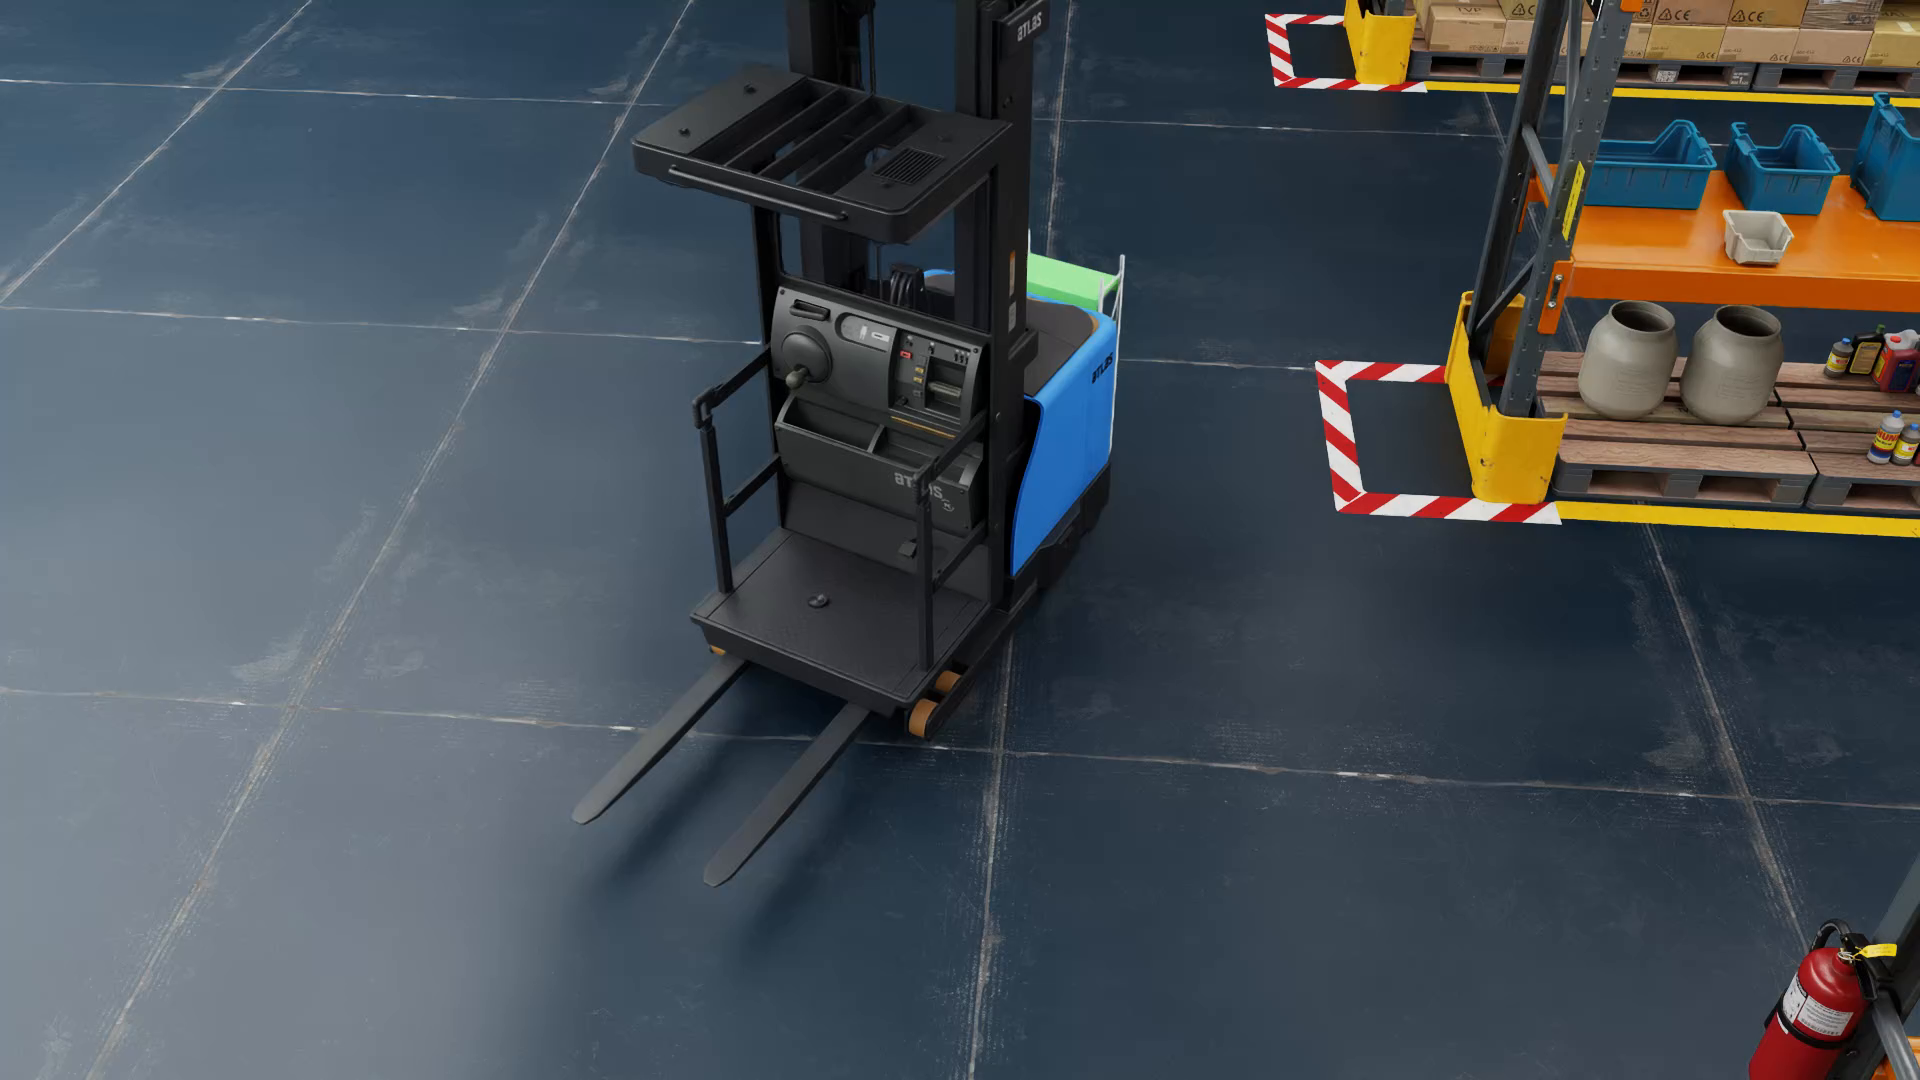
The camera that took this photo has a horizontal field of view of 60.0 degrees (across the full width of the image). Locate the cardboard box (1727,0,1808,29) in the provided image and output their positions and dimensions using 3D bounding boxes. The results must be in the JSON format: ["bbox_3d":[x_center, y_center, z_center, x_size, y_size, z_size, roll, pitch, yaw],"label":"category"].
[{"bbox_3d":[5.609,-3.916,11.607,0.500,0.500,0.500,3,39,4],"label":"cardboard box"}]

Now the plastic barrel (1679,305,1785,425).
[{"bbox_3d":[3.831,-0.867,8.248,0.421,0.512,0.421,0,39,0],"label":"plastic barrel"}]

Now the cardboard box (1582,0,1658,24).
[{"bbox_3d":[4.613,-3.972,11.676,0.500,0.500,0.500,3,39,4],"label":"cardboard box"}]

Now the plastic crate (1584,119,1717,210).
[{"bbox_3d":[3.194,-1.787,7.858,0.616,0.251,0.499,3,39,4],"label":"plastic crate"}]

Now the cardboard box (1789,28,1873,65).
[{"bbox_3d":[6.107,-3.599,11.811,0.500,0.250,0.500,3,39,4],"label":"cardboard box"}]

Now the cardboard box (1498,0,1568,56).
[{"bbox_3d":[4.114,-3.702,11.937,0.500,0.250,0.500,3,39,4],"label":"cardboard box"}]

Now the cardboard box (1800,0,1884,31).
[{"bbox_3d":[6.107,-3.891,11.576,0.500,0.500,0.500,3,39,4],"label":"cardboard box"}]

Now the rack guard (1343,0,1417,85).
[{"bbox_3d":[3.076,-3.831,12.231,0.348,0.500,1.175,3,39,4],"label":"rack guard"}]

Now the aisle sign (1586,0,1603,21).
[{"bbox_3d":[2.572,-2.512,6.571,0.004,0.787,0.394,3,39,4],"label":"aisle sign"}]

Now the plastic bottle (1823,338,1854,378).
[{"bbox_3d":[4.537,-0.945,8.574,0.097,0.201,0.097,0,39,0],"label":"plastic bottle"}]

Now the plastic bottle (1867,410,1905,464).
[{"bbox_3d":[4.449,-0.502,7.974,0.097,0.271,0.097,0,39,0],"label":"plastic bottle"}]

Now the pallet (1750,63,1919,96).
[{"bbox_3d":[6.297,-3.570,12.139,1.213,0.211,1.003,3,39,4],"label":"pallet"}]

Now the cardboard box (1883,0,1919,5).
[{"bbox_3d":[6.650,-4.191,11.944,0.500,0.500,0.500,3,39,4],"label":"cardboard box"}]

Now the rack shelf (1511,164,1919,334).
[{"bbox_3d":[4.662,-1.296,7.707,4.000,0.370,1.077,3,39,4],"label":"rack shelf"}]

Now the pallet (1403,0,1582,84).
[{"bbox_3d":[3.866,-3.702,12.302,1.213,0.211,1.003,3,39,4],"label":"pallet"}]

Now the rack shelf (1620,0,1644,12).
[{"bbox_3d":[4.662,-2.459,6.760,4.000,0.370,1.077,3,39,4],"label":"rack shelf"}]

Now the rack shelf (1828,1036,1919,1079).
[{"bbox_3d":[4.234,1.819,3.880,4.000,0.370,1.077,3,39,4],"label":"rack shelf"}]

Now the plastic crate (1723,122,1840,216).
[{"bbox_3d":[3.840,-1.748,7.810,0.408,0.251,0.499,3,39,4],"label":"plastic crate"}]

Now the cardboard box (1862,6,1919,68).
[{"bbox_3d":[6.605,-3.566,11.770,0.500,0.250,0.500,3,39,4],"label":"cardboard box"}]

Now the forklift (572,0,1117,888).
[{"bbox_3d":[-0.438,-0.642,6.388,1.130,2.935,3.031,19,43,22],"label":"forklift"}]

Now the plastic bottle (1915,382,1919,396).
[{"bbox_3d":[4.932,-0.827,8.429,0.097,0.201,0.097,0,39,0],"label":"plastic bottle"}]

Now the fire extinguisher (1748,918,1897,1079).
[{"bbox_3d":[2.168,1.165,4.174,0.183,0.674,0.296,3,39,4],"label":"fire extinguisher"}]

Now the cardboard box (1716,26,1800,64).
[{"bbox_3d":[5.608,-3.617,11.833,0.500,0.250,0.500,3,39,4],"label":"cardboard box"}]

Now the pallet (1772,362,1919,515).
[{"bbox_3d":[4.770,-0.512,8.383,1.213,0.211,1.003,3,39,4],"label":"pallet"}]

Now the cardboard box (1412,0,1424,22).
[{"bbox_3d":[3.660,-4.052,12.368,0.500,0.250,0.500,3,39,4],"label":"cardboard box"}]

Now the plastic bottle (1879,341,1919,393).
[{"bbox_3d":[4.777,-0.879,8.427,0.133,0.283,0.061,3,39,4],"label":"plastic bottle"}]

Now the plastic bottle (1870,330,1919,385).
[{"bbox_3d":[4.786,-0.943,8.512,0.135,0.276,0.152,3,39,4],"label":"plastic bottle"}]

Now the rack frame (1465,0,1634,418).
[{"bbox_3d":[2.669,-1.684,7.613,0.127,3.000,1.000,3,39,4],"label":"rack frame"}]

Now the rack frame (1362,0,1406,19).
[{"bbox_3d":[3.100,-4.799,11.440,0.127,3.000,1.000,3,39,4],"label":"rack frame"}]

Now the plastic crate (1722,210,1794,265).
[{"bbox_3d":[3.533,-1.331,7.388,0.250,0.136,0.298,3,39,4],"label":"plastic crate"}]

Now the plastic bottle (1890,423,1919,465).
[{"bbox_3d":[4.552,-0.469,7.989,0.097,0.201,0.097,0,39,0],"label":"plastic bottle"}]

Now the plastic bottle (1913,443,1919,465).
[{"bbox_3d":[4.673,-0.483,7.941,0.133,0.283,0.061,4,39,5],"label":"plastic bottle"}]

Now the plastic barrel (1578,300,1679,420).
[{"bbox_3d":[3.332,-0.894,8.281,0.421,0.512,0.421,0,39,0],"label":"plastic barrel"}]

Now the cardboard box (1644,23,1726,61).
[{"bbox_3d":[5.110,-3.644,11.866,0.500,0.250,0.500,3,39,4],"label":"cardboard box"}]

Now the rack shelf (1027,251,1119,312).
[{"bbox_3d":[0.478,-1.173,7.752,0.480,0.148,0.258,19,43,22],"label":"rack shelf"}]

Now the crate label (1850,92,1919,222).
[{"bbox_3d":[4.526,-1.768,7.688,0.616,0.435,0.502,3,39,4],"label":"crate label"}]

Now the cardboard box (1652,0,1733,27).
[{"bbox_3d":[5.110,-3.934,11.629,0.500,0.500,0.500,3,39,4],"label":"cardboard box"}]

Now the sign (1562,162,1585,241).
[{"bbox_3d":[2.617,-1.446,7.101,0.005,0.325,0.100,3,39,4],"label":"sign"}]

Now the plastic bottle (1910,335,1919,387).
[{"bbox_3d":[4.924,-0.936,8.503,0.135,0.276,0.152,2,39,3],"label":"plastic bottle"}]

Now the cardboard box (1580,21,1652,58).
[{"bbox_3d":[4.612,-3.674,11.904,0.500,0.250,0.500,3,39,4],"label":"cardboard box"}]

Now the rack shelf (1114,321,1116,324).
[{"bbox_3d":[0.478,-0.987,7.903,0.480,0.148,0.258,19,43,22],"label":"rack shelf"}]

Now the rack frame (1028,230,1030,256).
[{"bbox_3d":[0.265,-0.925,8.107,0.015,1.200,0.240,19,43,22],"label":"rack frame"}]

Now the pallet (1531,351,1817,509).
[{"bbox_3d":[3.558,-0.580,8.466,1.213,0.211,1.003,3,39,4],"label":"pallet"}]

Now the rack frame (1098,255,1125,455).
[{"bbox_3d":[0.691,-0.775,7.922,0.015,1.200,0.240,19,43,22],"label":"rack frame"}]

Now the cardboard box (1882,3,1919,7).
[{"bbox_3d":[6.650,-3.894,12.173,0.500,0.250,0.500,3,39,4],"label":"cardboard box"}]

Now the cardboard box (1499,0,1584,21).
[{"bbox_3d":[4.114,-3.991,11.699,0.500,0.500,0.500,3,39,4],"label":"cardboard box"}]

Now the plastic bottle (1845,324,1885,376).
[{"bbox_3d":[4.655,-0.982,8.554,0.133,0.283,0.061,4,39,5],"label":"plastic bottle"}]

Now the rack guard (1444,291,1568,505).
[{"bbox_3d":[2.749,-0.740,8.434,0.348,0.500,1.175,3,39,4],"label":"rack guard"}]

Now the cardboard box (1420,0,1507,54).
[{"bbox_3d":[3.615,-3.726,11.968,0.500,0.250,0.500,3,39,4],"label":"cardboard box"}]

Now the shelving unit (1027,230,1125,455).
[{"bbox_3d":[0.478,-0.850,8.015,0.503,1.200,0.258,19,43,22],"label":"shelving unit"}]

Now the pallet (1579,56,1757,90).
[{"bbox_3d":[5.078,-3.634,12.218,1.213,0.211,1.003,3,39,4],"label":"pallet"}]
